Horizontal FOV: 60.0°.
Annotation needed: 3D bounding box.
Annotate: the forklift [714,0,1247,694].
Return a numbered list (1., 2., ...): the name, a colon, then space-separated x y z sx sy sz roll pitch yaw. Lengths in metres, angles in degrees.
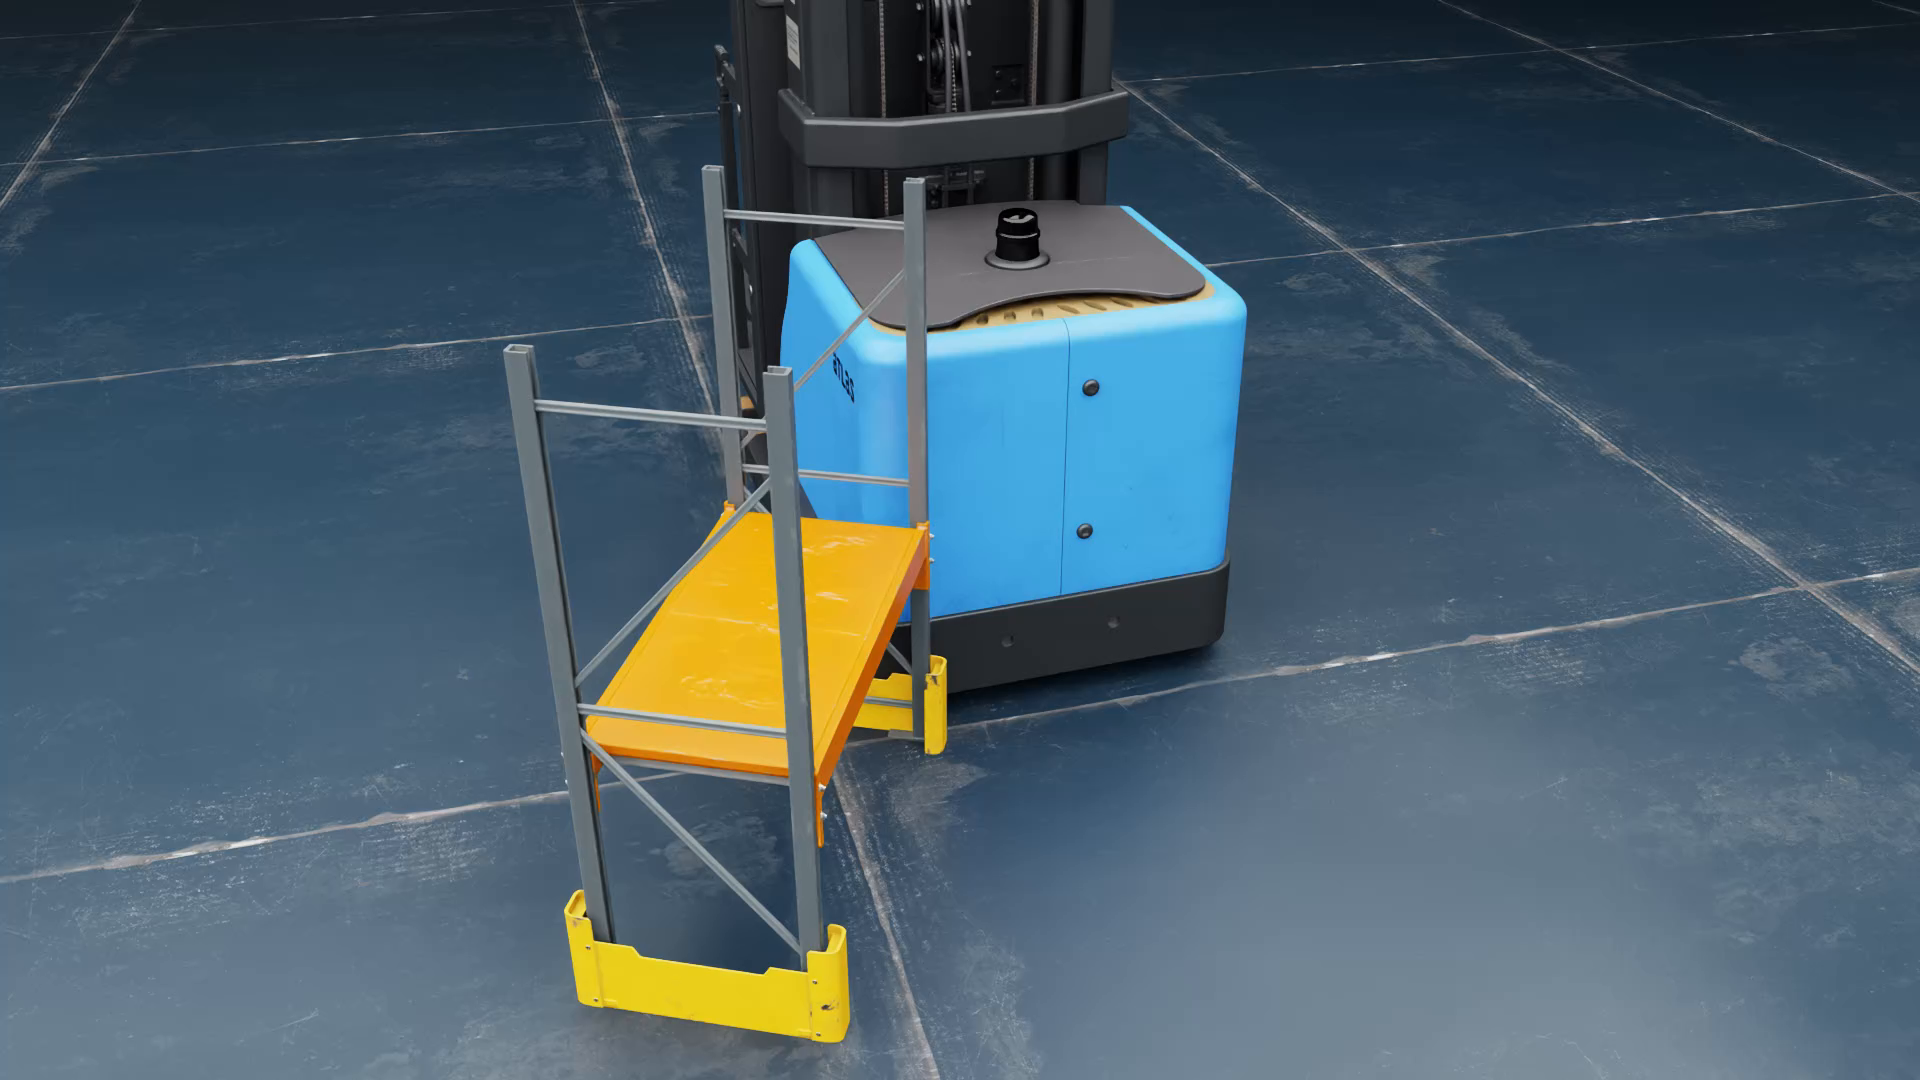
1. forklift: -0.191 -1.569 5.035 1.130 2.935 3.031 -9 31 -15

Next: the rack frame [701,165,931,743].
1. rack frame: -0.323 -0.152 4.016 0.500 1.500 0.032 6 31 10

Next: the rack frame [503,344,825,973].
1. rack frame: -0.524 0.347 3.153 0.500 1.500 0.032 6 31 10

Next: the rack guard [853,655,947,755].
1. rack guard: -0.327 0.398 4.312 0.587 0.250 0.087 6 31 10

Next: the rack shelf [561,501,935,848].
1. rack shelf: -0.424 0.253 3.674 0.538 0.185 1.000 6 31 10

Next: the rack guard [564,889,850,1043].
1. rack guard: -0.524 0.887 3.467 0.587 0.250 0.087 6 31 10

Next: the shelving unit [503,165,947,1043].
1. shelving unit: -0.425 0.102 3.577 0.587 1.500 1.083 6 31 10
